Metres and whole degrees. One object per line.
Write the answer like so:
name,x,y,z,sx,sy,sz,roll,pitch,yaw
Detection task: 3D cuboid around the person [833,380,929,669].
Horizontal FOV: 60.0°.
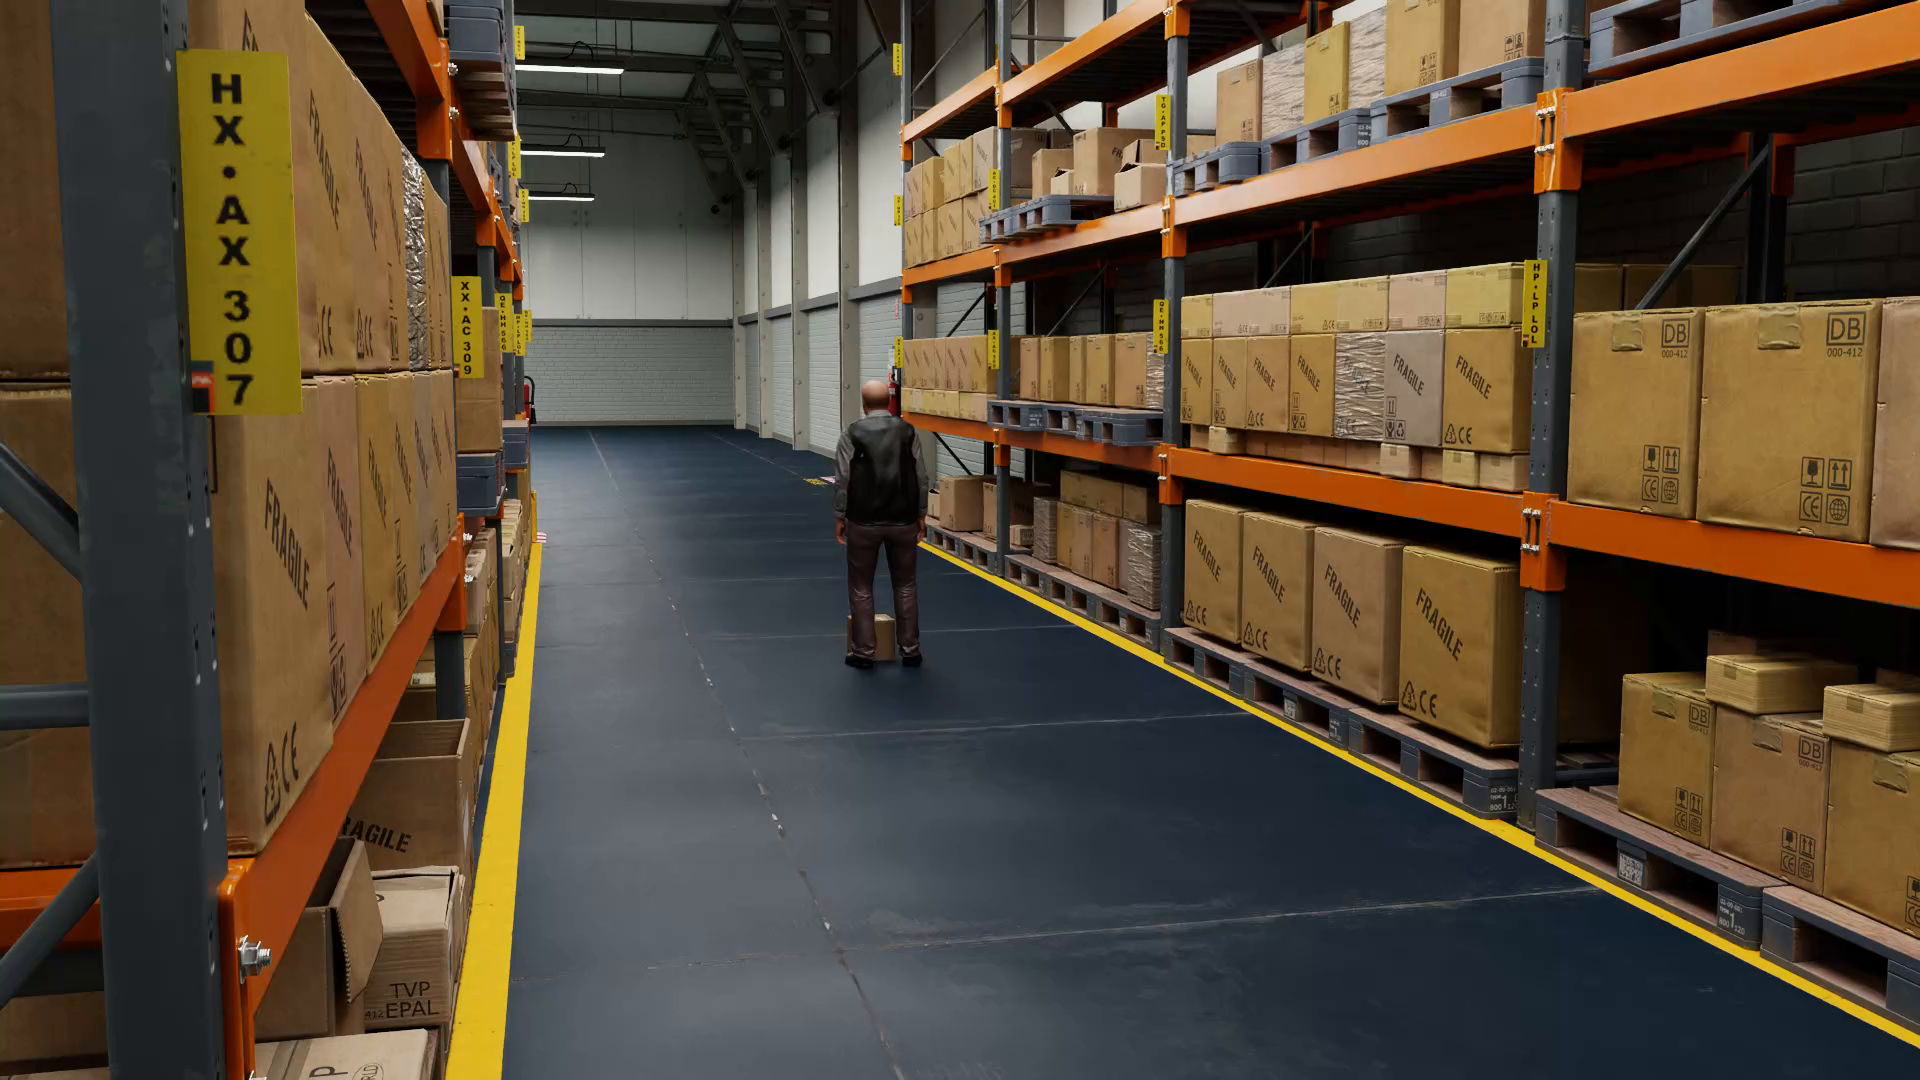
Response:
person,-0.469,-0.096,9.957,0.578,1.720,0.419,-2,6,-15
